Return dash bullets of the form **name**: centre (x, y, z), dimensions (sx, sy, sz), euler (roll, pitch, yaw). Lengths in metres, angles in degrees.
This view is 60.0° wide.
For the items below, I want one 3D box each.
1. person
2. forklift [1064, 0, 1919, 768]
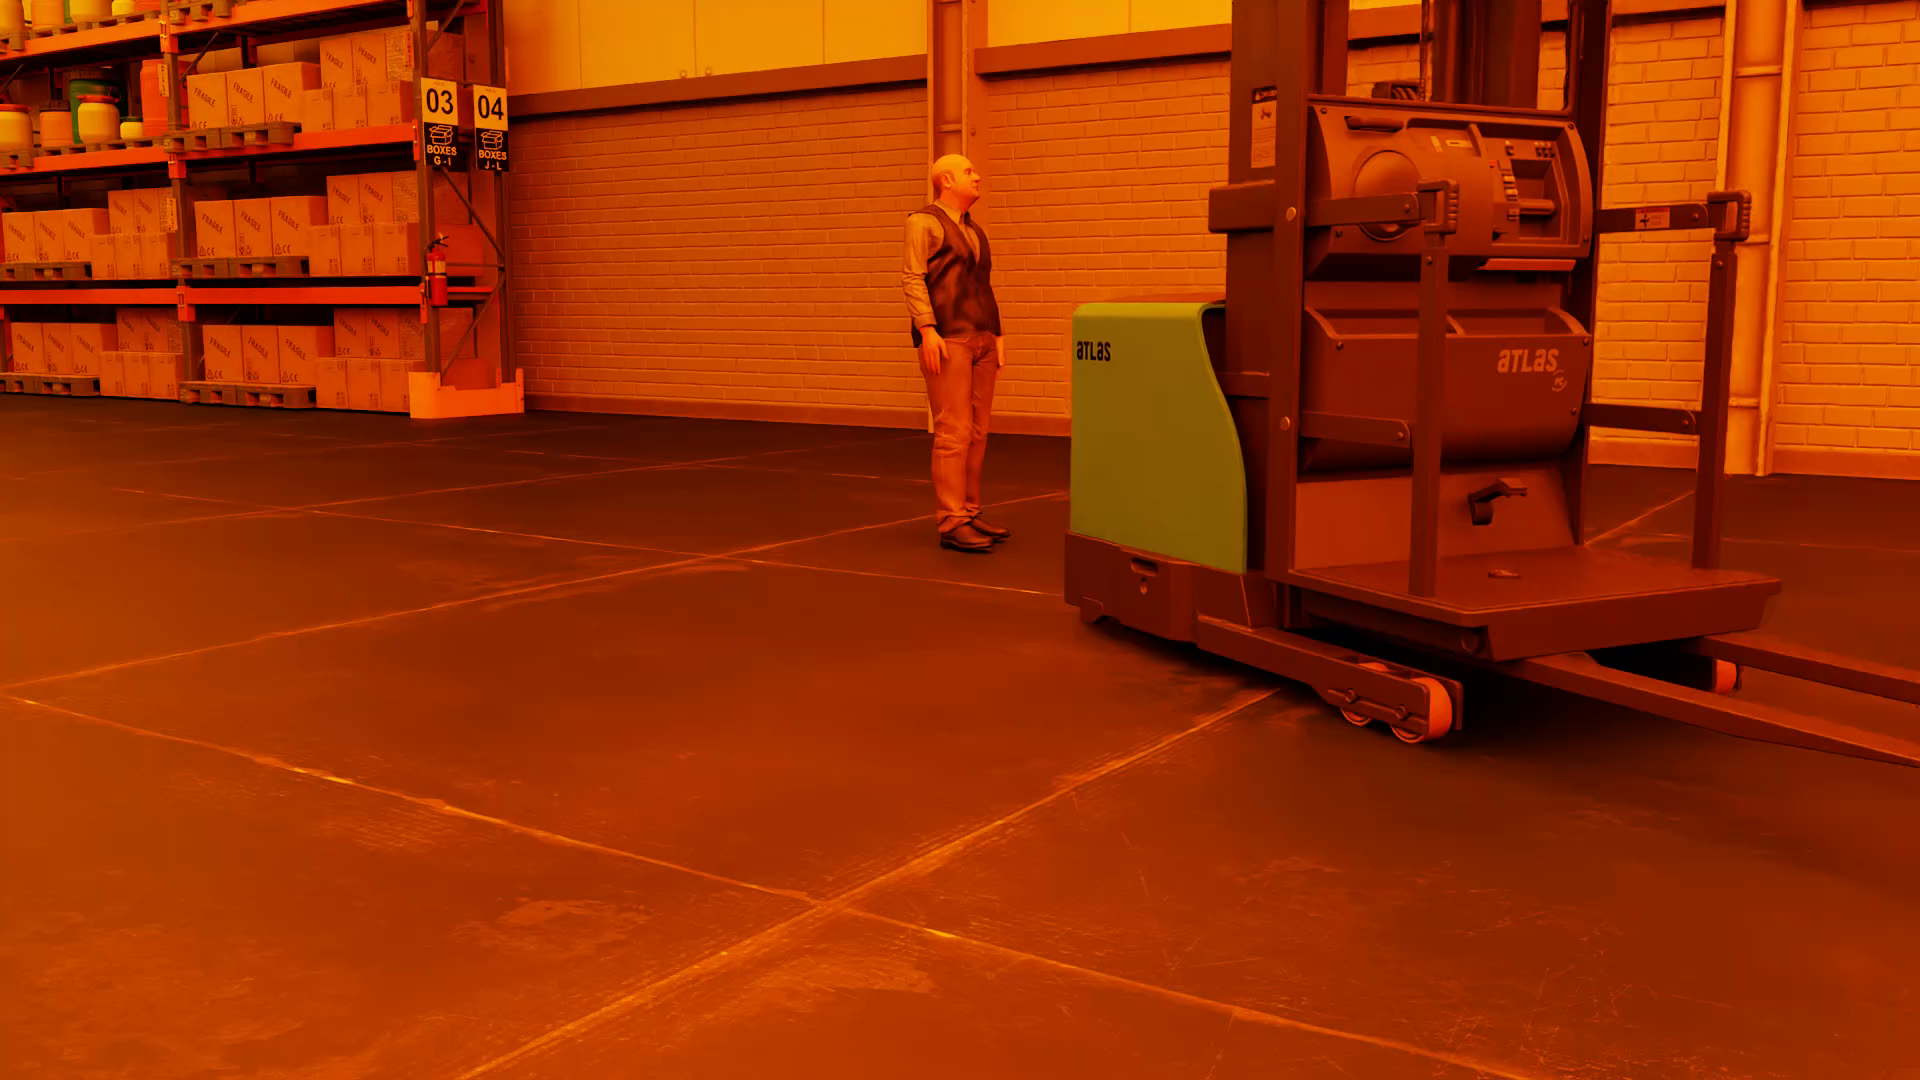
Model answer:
- **person**: centre (0.048, -0.853, 7.441), dimensions (0.566, 1.722, 0.633), euler (5, 10, 34)
- **forklift**: centre (1.456, -1.020, 4.369), dimensions (1.130, 2.935, 3.031), euler (-4, 9, -26)
